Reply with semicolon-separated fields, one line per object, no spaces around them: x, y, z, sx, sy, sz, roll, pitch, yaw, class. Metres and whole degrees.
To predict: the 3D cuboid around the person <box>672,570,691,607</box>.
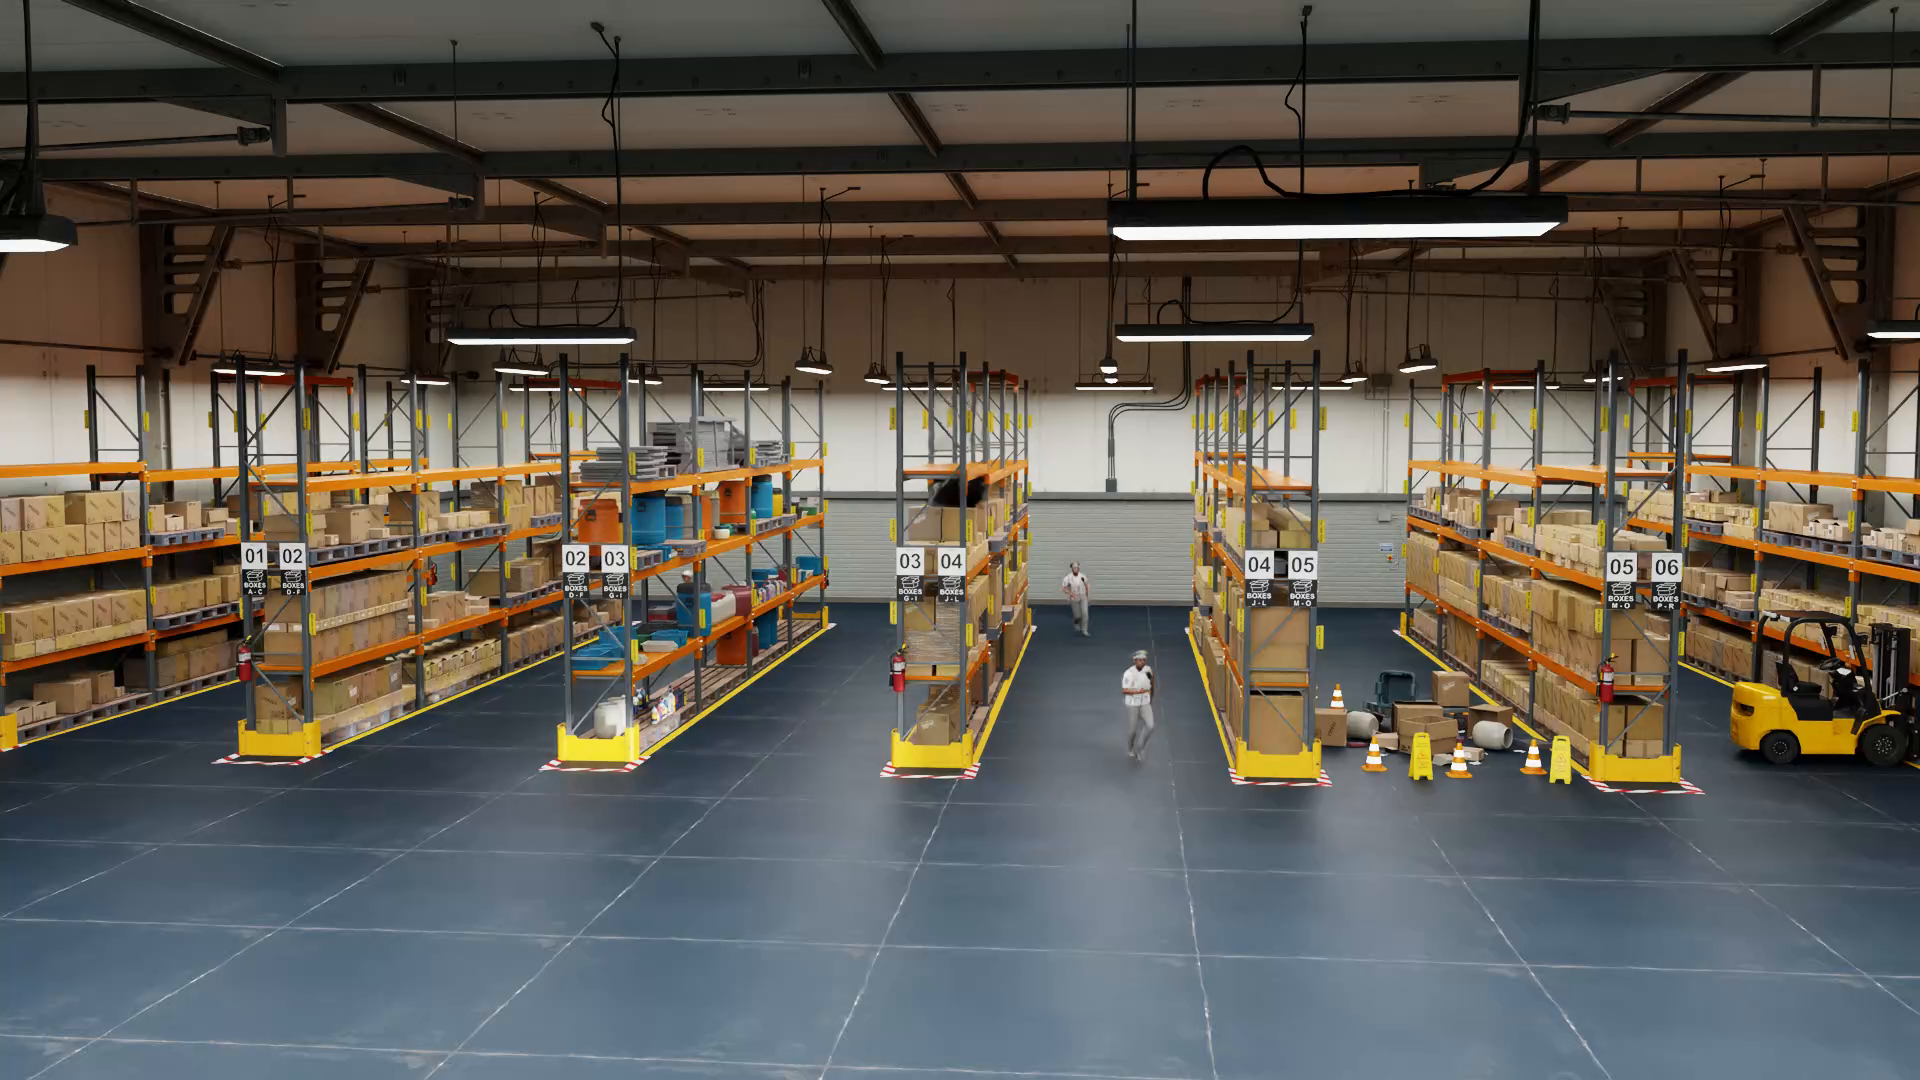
-5.983;1.545;36.146;0.666;1.763;0.677;1;4;12;person

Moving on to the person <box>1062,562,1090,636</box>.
2.736;1.367;39.139;0.689;1.727;0.709;-1;4;-13;person

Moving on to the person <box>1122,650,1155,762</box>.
2.636;2.422;24.421;0.605;1.665;0.790;-1;4;-19;person
